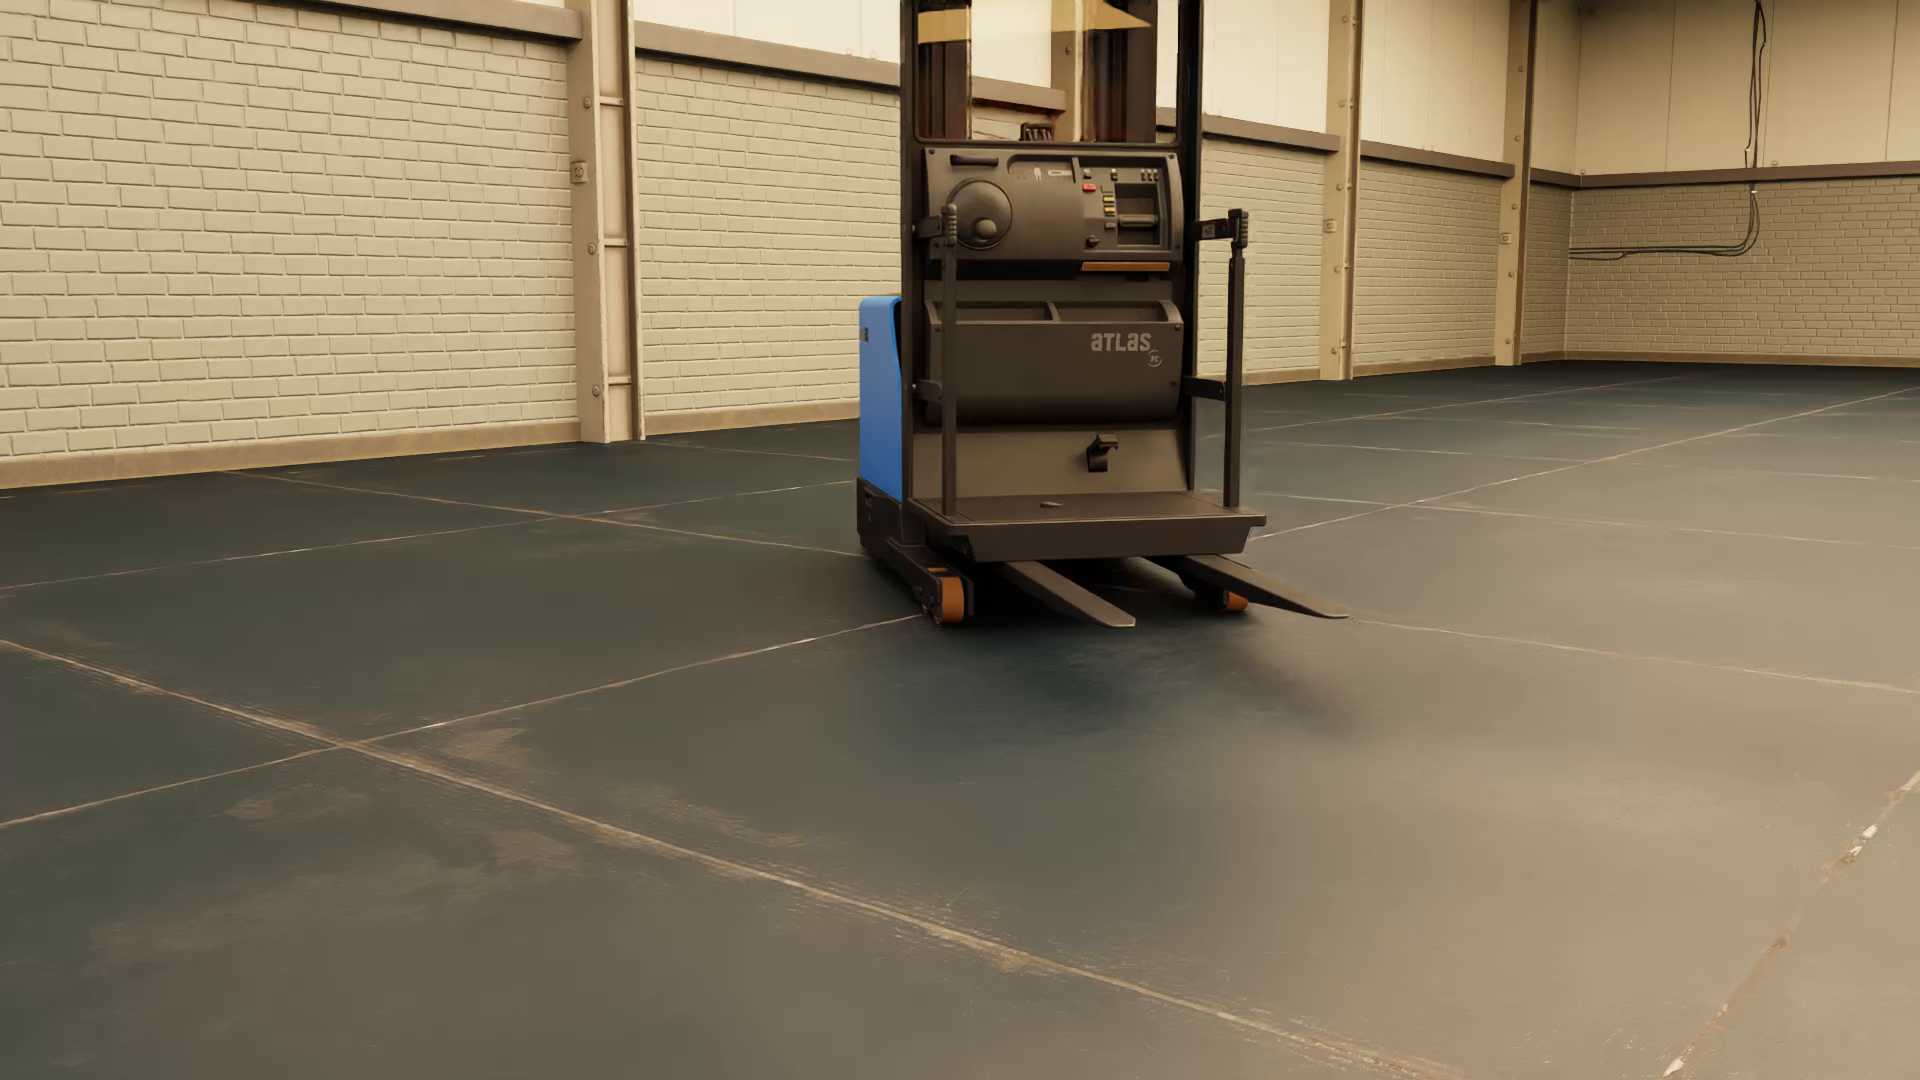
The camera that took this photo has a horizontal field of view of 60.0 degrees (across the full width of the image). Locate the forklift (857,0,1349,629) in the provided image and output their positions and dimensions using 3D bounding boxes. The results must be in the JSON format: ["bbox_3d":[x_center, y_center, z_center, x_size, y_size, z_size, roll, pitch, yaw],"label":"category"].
[{"bbox_3d":[0.386,-1.228,5.677,1.130,2.935,3.031,-2,9,-13],"label":"forklift"}]
